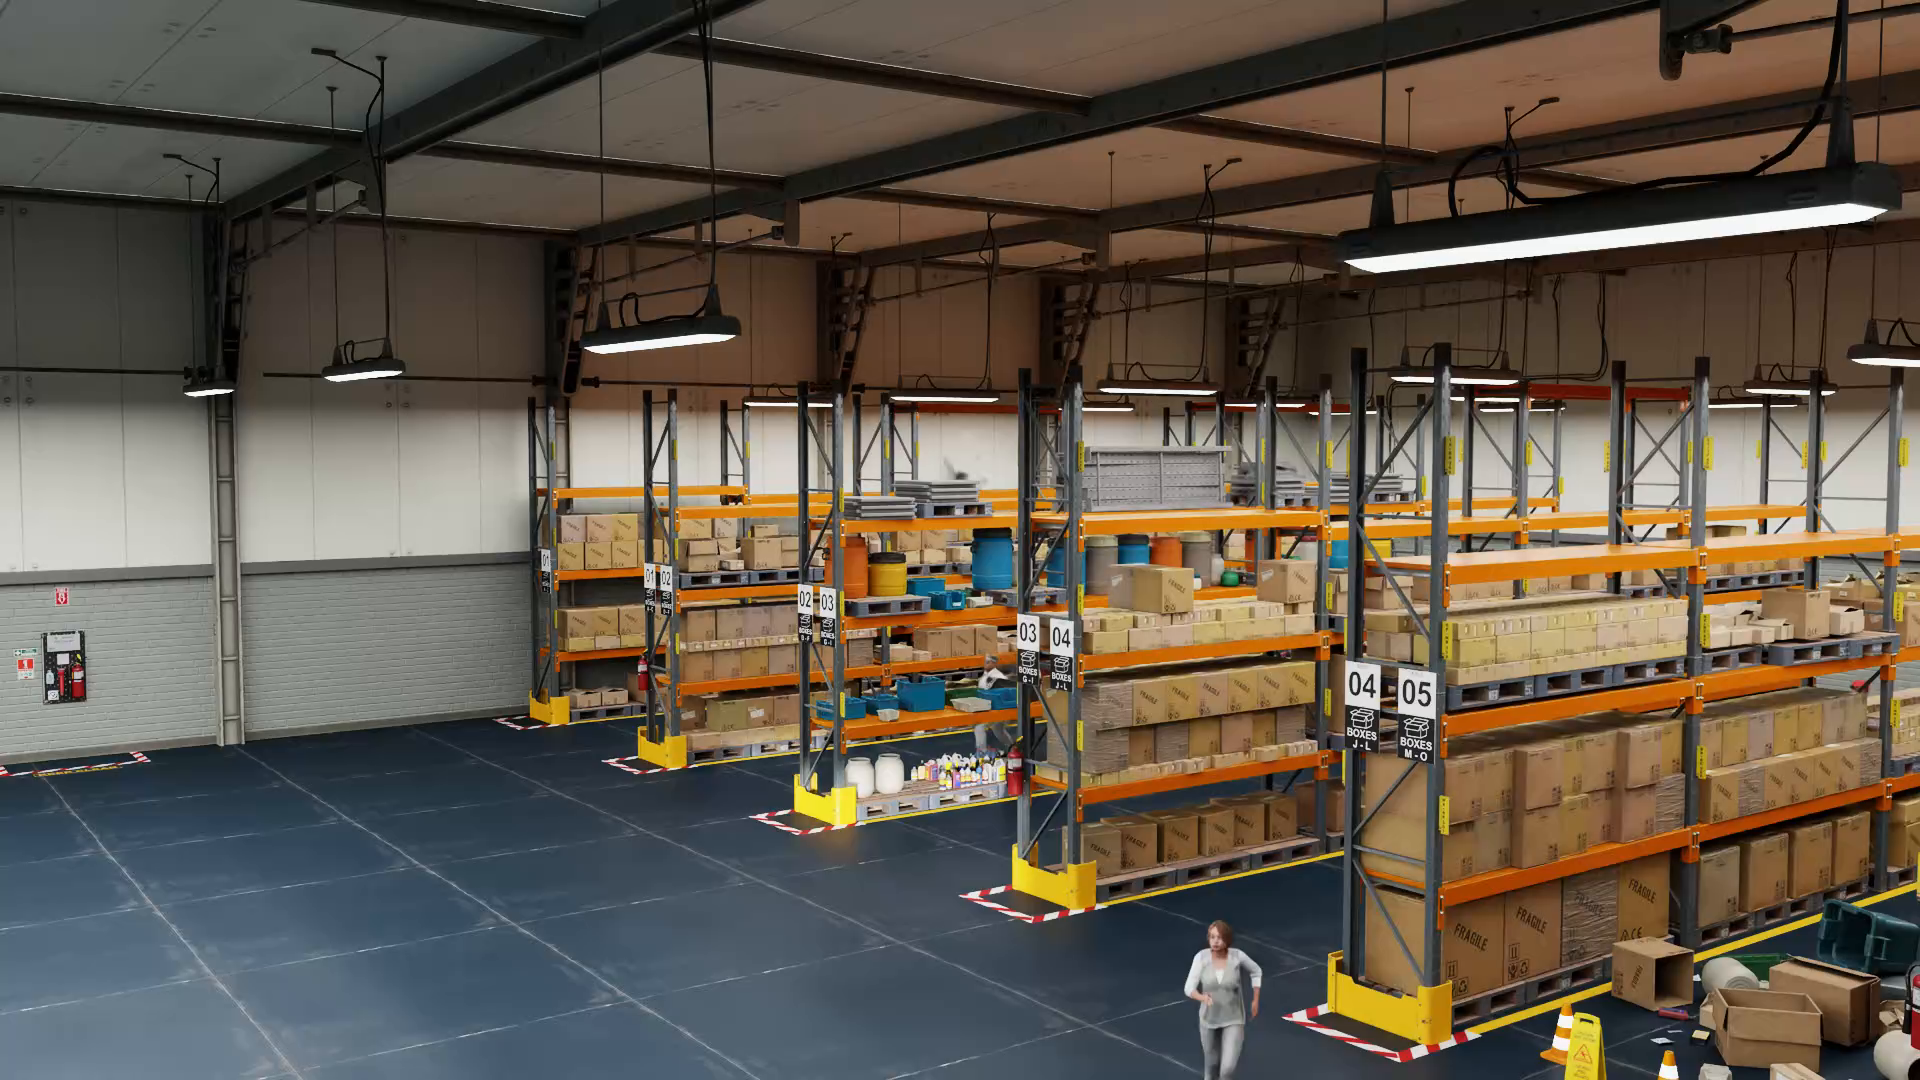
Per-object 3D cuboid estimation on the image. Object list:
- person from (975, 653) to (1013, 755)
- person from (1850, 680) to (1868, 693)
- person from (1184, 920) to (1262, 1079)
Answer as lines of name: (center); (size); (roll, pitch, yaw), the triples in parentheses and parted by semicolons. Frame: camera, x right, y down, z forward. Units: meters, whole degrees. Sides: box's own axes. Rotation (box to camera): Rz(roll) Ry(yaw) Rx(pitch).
person: (0.550, 2.709, 26.620); (0.851, 1.826, 0.650); (-2, 4, -36)
person: (12.577, 2.868, 23.325); (0.821, 1.819, 0.639); (-2, 4, -36)
person: (1.971, 3.628, 12.458); (0.547, 1.629, 0.851); (1, 4, 17)
